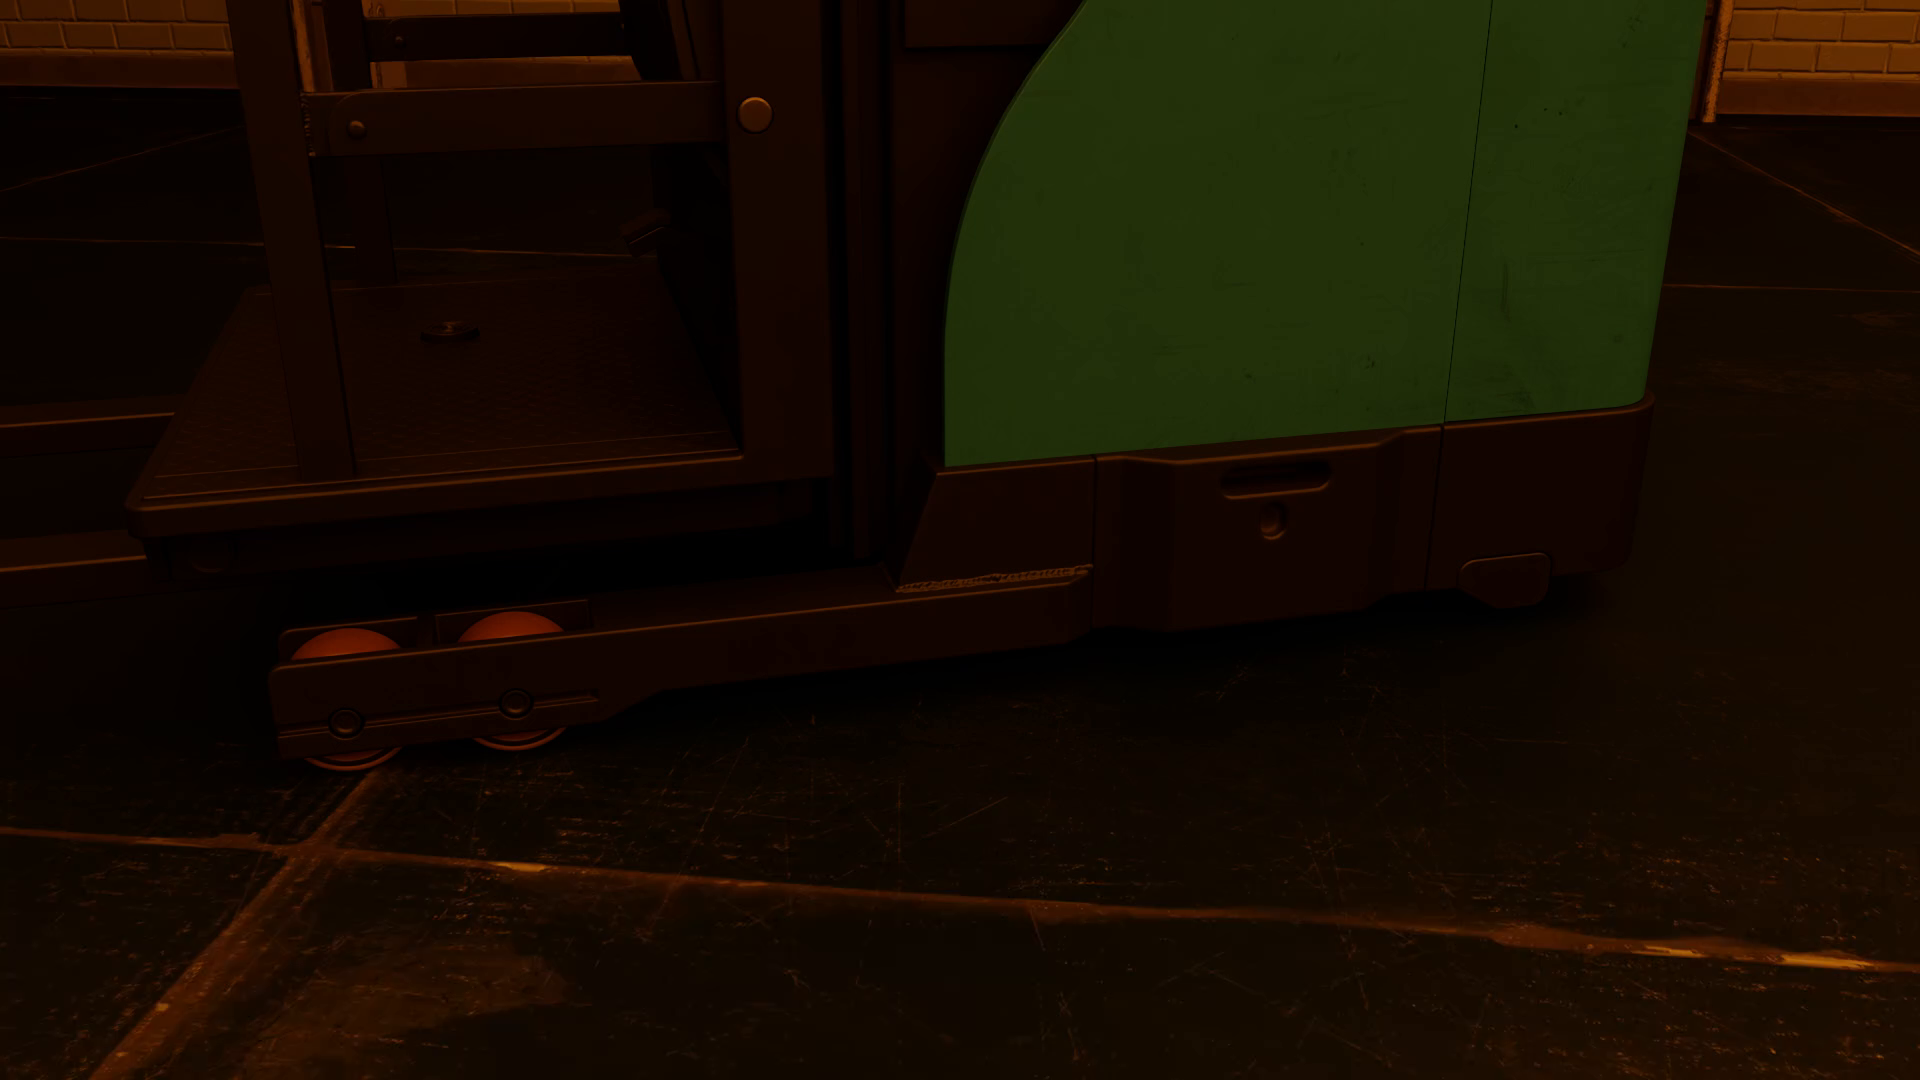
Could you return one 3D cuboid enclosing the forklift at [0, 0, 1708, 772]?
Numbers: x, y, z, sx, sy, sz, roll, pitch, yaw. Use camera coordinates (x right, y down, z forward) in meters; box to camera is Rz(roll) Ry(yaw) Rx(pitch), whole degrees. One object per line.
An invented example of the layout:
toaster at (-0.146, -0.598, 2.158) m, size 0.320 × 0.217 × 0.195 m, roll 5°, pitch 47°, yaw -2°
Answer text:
forklift at (-0.588, -1.301, 1.985) m, size 3.031 × 2.935 × 1.130 m, roll -6°, pitch 23°, yaw -14°
